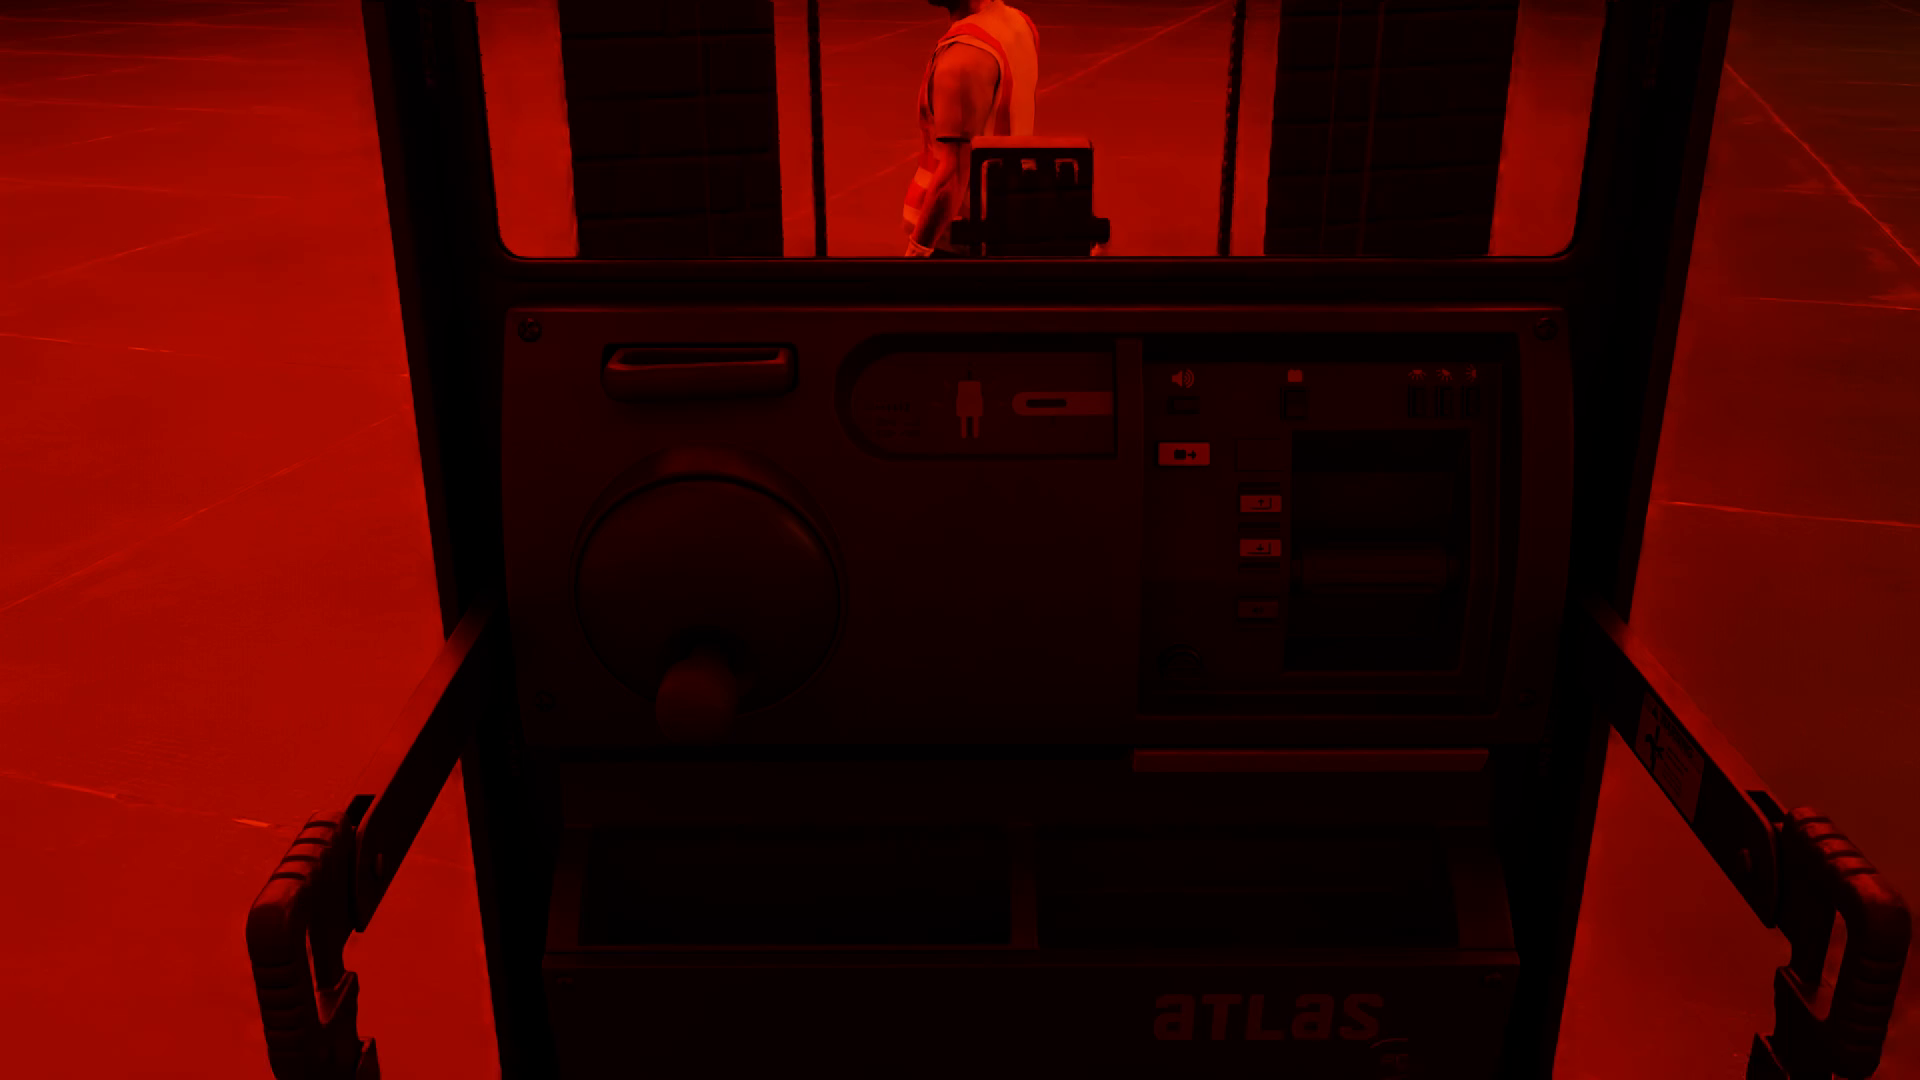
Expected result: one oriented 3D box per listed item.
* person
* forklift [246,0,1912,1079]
[{"bbox_3d":[-0.073,-0.884,4.793,0.564,1.786,0.638,7,23,16],"label":"person"},{"bbox_3d":[0.071,0.006,1.266,1.130,2.935,3.031,0,22,0],"label":"forklift"}]
